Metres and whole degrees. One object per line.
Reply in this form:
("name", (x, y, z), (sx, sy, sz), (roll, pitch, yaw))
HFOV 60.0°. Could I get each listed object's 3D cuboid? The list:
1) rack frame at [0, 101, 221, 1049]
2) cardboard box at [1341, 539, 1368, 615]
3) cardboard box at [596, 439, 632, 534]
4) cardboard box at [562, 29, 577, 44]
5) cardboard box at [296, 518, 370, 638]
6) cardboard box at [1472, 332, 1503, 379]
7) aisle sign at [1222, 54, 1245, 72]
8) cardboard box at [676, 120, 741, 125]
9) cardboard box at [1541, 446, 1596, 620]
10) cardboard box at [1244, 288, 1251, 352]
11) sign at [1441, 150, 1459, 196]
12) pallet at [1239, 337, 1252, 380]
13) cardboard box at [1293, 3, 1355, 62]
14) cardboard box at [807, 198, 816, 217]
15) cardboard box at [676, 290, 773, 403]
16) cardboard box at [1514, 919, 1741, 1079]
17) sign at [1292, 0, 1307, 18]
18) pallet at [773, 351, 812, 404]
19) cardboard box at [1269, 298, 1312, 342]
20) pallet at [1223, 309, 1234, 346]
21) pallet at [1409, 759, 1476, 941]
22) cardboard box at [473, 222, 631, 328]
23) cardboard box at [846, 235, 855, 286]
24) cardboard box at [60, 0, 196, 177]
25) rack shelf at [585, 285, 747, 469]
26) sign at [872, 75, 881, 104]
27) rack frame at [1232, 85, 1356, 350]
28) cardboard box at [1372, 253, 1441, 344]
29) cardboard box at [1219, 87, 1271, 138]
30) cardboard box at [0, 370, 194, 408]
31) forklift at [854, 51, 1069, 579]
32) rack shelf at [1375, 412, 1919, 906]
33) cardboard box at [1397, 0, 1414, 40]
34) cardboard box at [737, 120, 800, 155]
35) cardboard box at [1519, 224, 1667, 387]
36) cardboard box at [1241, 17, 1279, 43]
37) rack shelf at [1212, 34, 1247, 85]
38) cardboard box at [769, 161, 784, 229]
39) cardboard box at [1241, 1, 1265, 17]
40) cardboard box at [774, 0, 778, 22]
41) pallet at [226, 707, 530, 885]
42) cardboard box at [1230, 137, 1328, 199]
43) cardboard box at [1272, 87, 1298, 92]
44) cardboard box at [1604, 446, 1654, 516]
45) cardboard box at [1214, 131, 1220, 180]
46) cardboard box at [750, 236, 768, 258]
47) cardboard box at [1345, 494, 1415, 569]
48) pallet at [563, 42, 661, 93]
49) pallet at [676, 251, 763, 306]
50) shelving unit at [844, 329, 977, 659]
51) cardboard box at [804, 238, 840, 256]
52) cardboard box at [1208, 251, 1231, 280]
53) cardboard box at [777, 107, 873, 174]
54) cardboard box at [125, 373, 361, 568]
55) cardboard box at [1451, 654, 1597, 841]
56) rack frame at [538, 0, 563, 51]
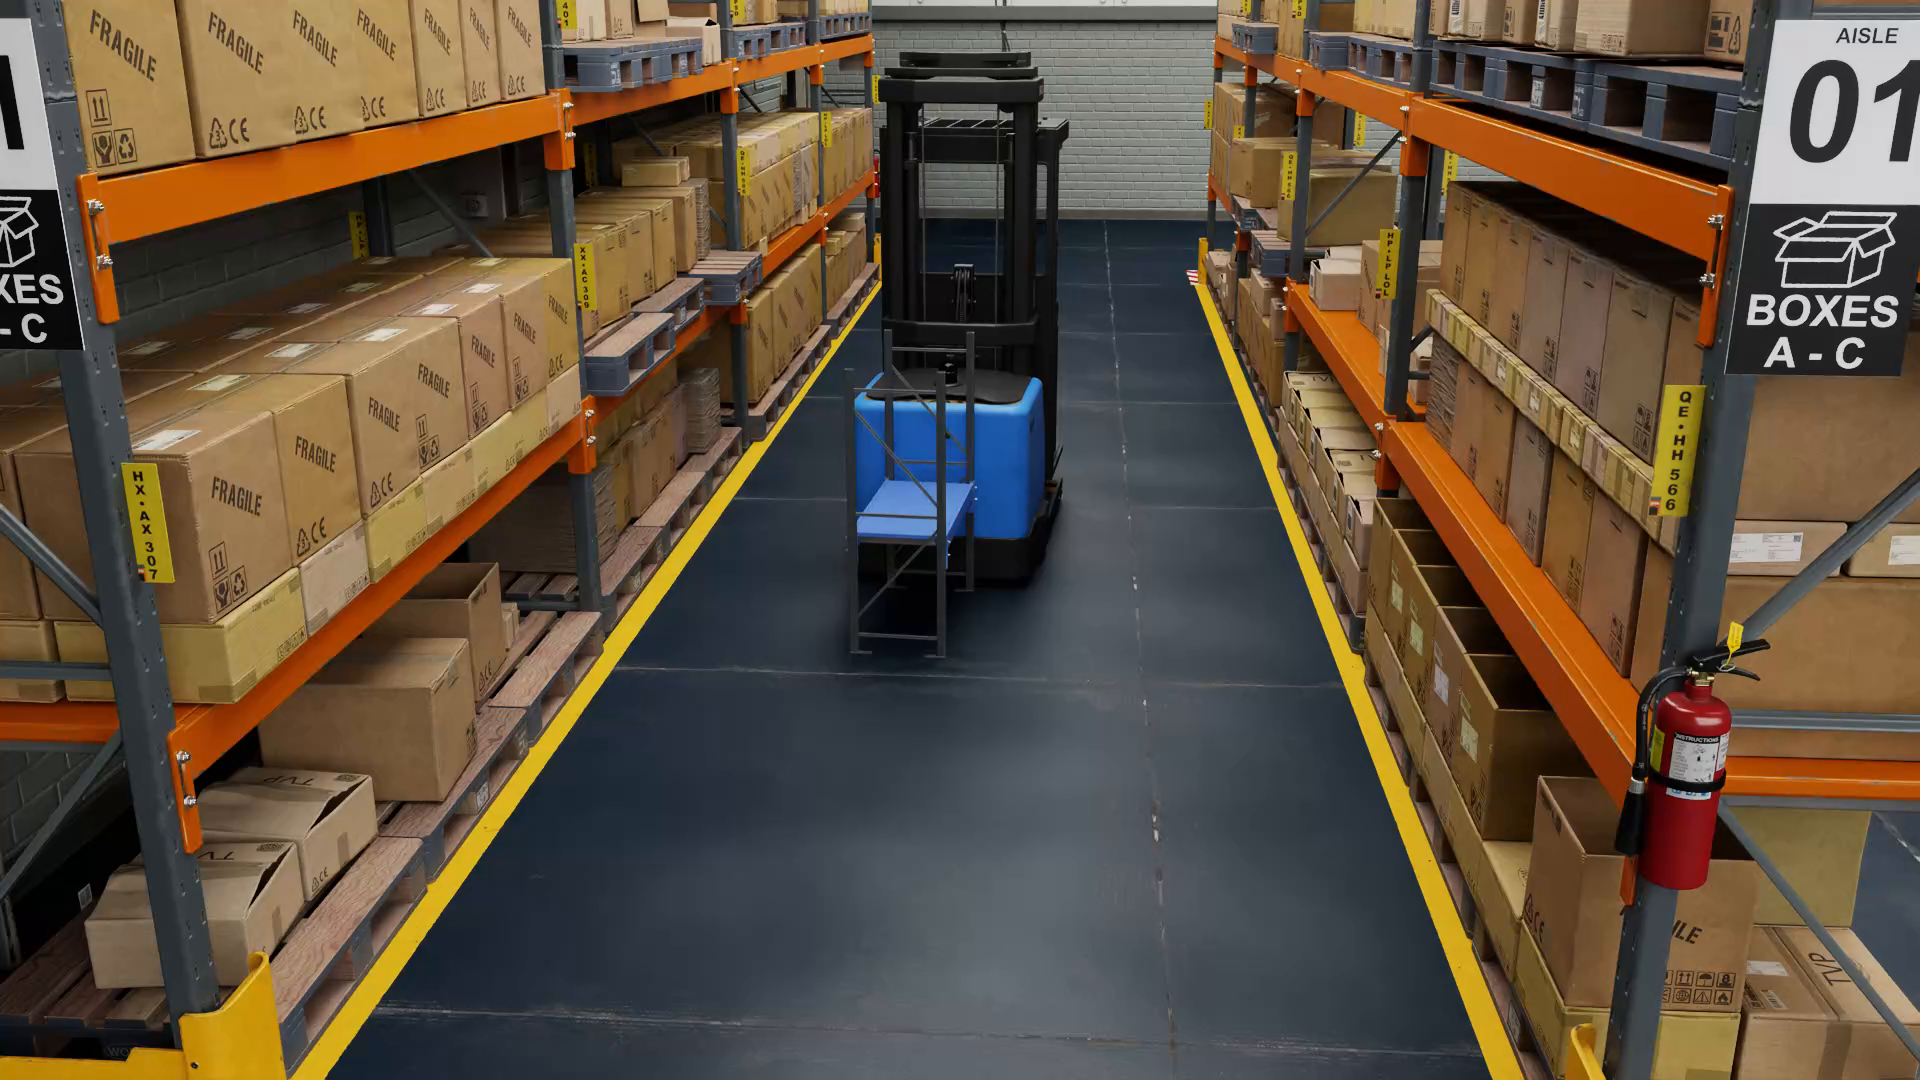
("rack frame", (-2.667, 0.356, 4.518), (1.000, 3.000, 0.127), (1, 18, 4))
("cardboard box", (2.302, 0.195, 8.751), (0.500, 0.250, 0.500), (1, 18, 3))
("cardboard box", (-2.357, -0.298, 9.822), (0.700, 0.500, 0.500), (1, 18, 3))
("cardboard box", (-2.261, -2.726, 8.274), (0.500, 0.500, 0.500), (4, 19, 12))
("cardboard box", (-2.292, 0.112, 5.472), (0.500, 0.250, 0.500), (1, 18, 2))
("cardboard box", (2.277, -0.736, 6.649), (0.380, 0.149, 0.250), (1, 18, 2))
("aisle sign", (3.133, -5.767, 19.029), (0.394, 0.787, 0.004), (1, 18, 4))
("cardboard box", (-2.161, -3.470, 14.320), (0.500, 0.250, 0.500), (1, 18, 2))
("cardboard box", (2.395, -0.044, 5.578), (0.700, 0.500, 0.500), (1, 18, 4))
("cardboard box", (2.830, -1.972, 14.931), (0.500, 0.500, 0.500), (2, 18, 5))
("sign", (3.402, -2.558, 11.552), (0.100, 0.325, 0.005), (1, 18, 4))
("pallet", (3.114, -1.682, 15.219), (1.003, 0.211, 1.213), (1, 18, 4))
("cardboard box", (2.846, -3.628, 11.700), (0.910, 0.500, 0.500), (1, 18, 4))
("cardboard box", (-1.543, -3.070, 15.348), (0.380, 0.149, 0.250), (2, 18, 5))
("cardboard box", (-1.910, -1.532, 13.058), (0.750, 0.750, 0.750), (1, 18, 3))
("cardboard box", (2.018, 1.400, 5.075), (0.500, 0.250, 0.500), (1, 18, 4))
("sign", (2.307, -3.703, 11.258), (0.100, 0.325, 0.005), (1, 18, 4))
("pallet", (-1.871, -1.424, 14.430), (1.003, 0.211, 1.213), (1, 18, 4))
("cardboard box", (2.681, -1.710, 12.927), (0.500, 0.250, 0.500), (2, 18, 6))
("pallet", (3.185, -2.149, 16.643), (1.003, 0.211, 1.213), (1, 18, 4))
("pallet", (2.378, 1.175, 6.499), (1.003, 0.211, 1.213), (1, 18, 4))
("cardboard box", (-2.262, -1.473, 9.235), (0.700, 0.500, 0.500), (3, 18, 10))
("cardboard box", (-1.541, -3.093, 18.386), (0.700, 0.500, 0.500), (1, 18, 2))
("cardboard box", (-2.393, -1.224, 4.332), (0.500, 0.500, 0.500), (2, 18, 5))
("rack shelf", (-2.237, -1.165, 10.317), (1.077, 0.370, 4.000), (1, 18, 4))
("sign", (-0.979, -5.259, 19.416), (0.100, 0.325, 0.005), (1, 18, 4))
("rack frame", (3.135, -3.261, 15.558), (1.000, 3.000, 0.127), (1, 18, 4))
("cardboard box", (2.706, -1.381, 9.661), (0.500, 0.500, 0.500), (1, 18, 4))
("cardboard box", (3.056, -4.576, 17.806), (0.500, 0.500, 0.500), (2, 18, 5))
("cardboard box", (-2.799, -0.245, 5.359), (0.500, 0.500, 0.500), (2, 18, 5))
("forklift", (0.093, -1.587, 10.558), (1.130, 2.935, 3.031), (3, 18, 8))
("rack shelf", (2.418, 0.187, 6.192), (1.077, 0.370, 4.000), (1, 18, 4))
("cardboard box", (2.759, -2.923, 9.274), (0.500, 0.250, 0.500), (0, 18, -1))
("cardboard box", (-1.668, -3.457, 14.283), (0.500, 0.250, 0.500), (2, 18, 5))
("cardboard box", (2.428, -0.835, 5.910), (0.700, 0.500, 0.500), (1, 18, 4))
("cardboard box", (2.904, -4.772, 15.594), (0.500, 0.250, 0.500), (1, 18, 4))
("rack shelf", (3.278, -4.966, 17.099), (1.077, 0.370, 4.000), (1, 18, 4))
("cardboard box", (-1.720, -2.788, 13.445), (0.500, 0.500, 0.500), (1, 18, 4))
("cardboard box", (2.899, -5.010, 15.516), (0.500, 0.250, 0.500), (1, 18, 4))
("cardboard box", (-1.979, -4.782, 14.514), (0.700, 0.500, 0.500), (0, 18, 1))
("pallet", (-2.478, 1.029, 6.945), (1.003, 0.211, 1.213), (1, 18, 4))
("cardboard box", (2.878, -3.366, 15.043), (0.700, 0.500, 0.500), (-5, 19, -15))
("cardboard box", (3.596, -4.564, 17.767), (0.500, 0.500, 0.500), (2, 18, 5))
("cardboard box", (2.147, -0.174, 4.933), (0.380, 0.149, 0.250), (1, 18, 3))
("cardboard box", (3.095, -4.259, 18.442), (0.500, 0.500, 0.500), (1, 18, 3))
("cardboard box", (-1.708, -2.274, 12.917), (0.380, 0.149, 0.250), (2, 18, 6))
("cardboard box", (2.304, -0.068, 8.654), (0.500, 0.311, 0.500), (1, 18, 4))
("pallet", (-2.229, -2.411, 8.449), (1.213, 0.211, 1.003), (1, 18, 4))
("pallet", (-2.038, -1.813, 11.448), (1.213, 0.211, 1.003), (1, 18, 4))
("shelving unit", (-0.244, -0.273, 8.848), (0.538, 1.500, 1.048), (3, 18, 8))
("cardboard box", (-1.444, -3.023, 17.129), (0.380, 0.149, 0.250), (2, 18, 6))
("cardboard box", (3.064, -3.088, 18.739), (0.500, 0.250, 0.500), (1, 18, 4))
("cardboard box", (-1.546, -4.597, 19.153), (0.980, 0.700, 0.700), (2, 18, 6))
("cardboard box", (-2.287, -0.233, 5.321), (0.500, 0.500, 0.500), (1, 18, 4))
("cardboard box", (2.073, 0.732, 5.908), (0.500, 0.500, 0.500), (1, 18, 4))
("rack frame", (-2.380, -3.737, 7.375), (1.000, 3.000, 0.127), (1, 18, 4))
